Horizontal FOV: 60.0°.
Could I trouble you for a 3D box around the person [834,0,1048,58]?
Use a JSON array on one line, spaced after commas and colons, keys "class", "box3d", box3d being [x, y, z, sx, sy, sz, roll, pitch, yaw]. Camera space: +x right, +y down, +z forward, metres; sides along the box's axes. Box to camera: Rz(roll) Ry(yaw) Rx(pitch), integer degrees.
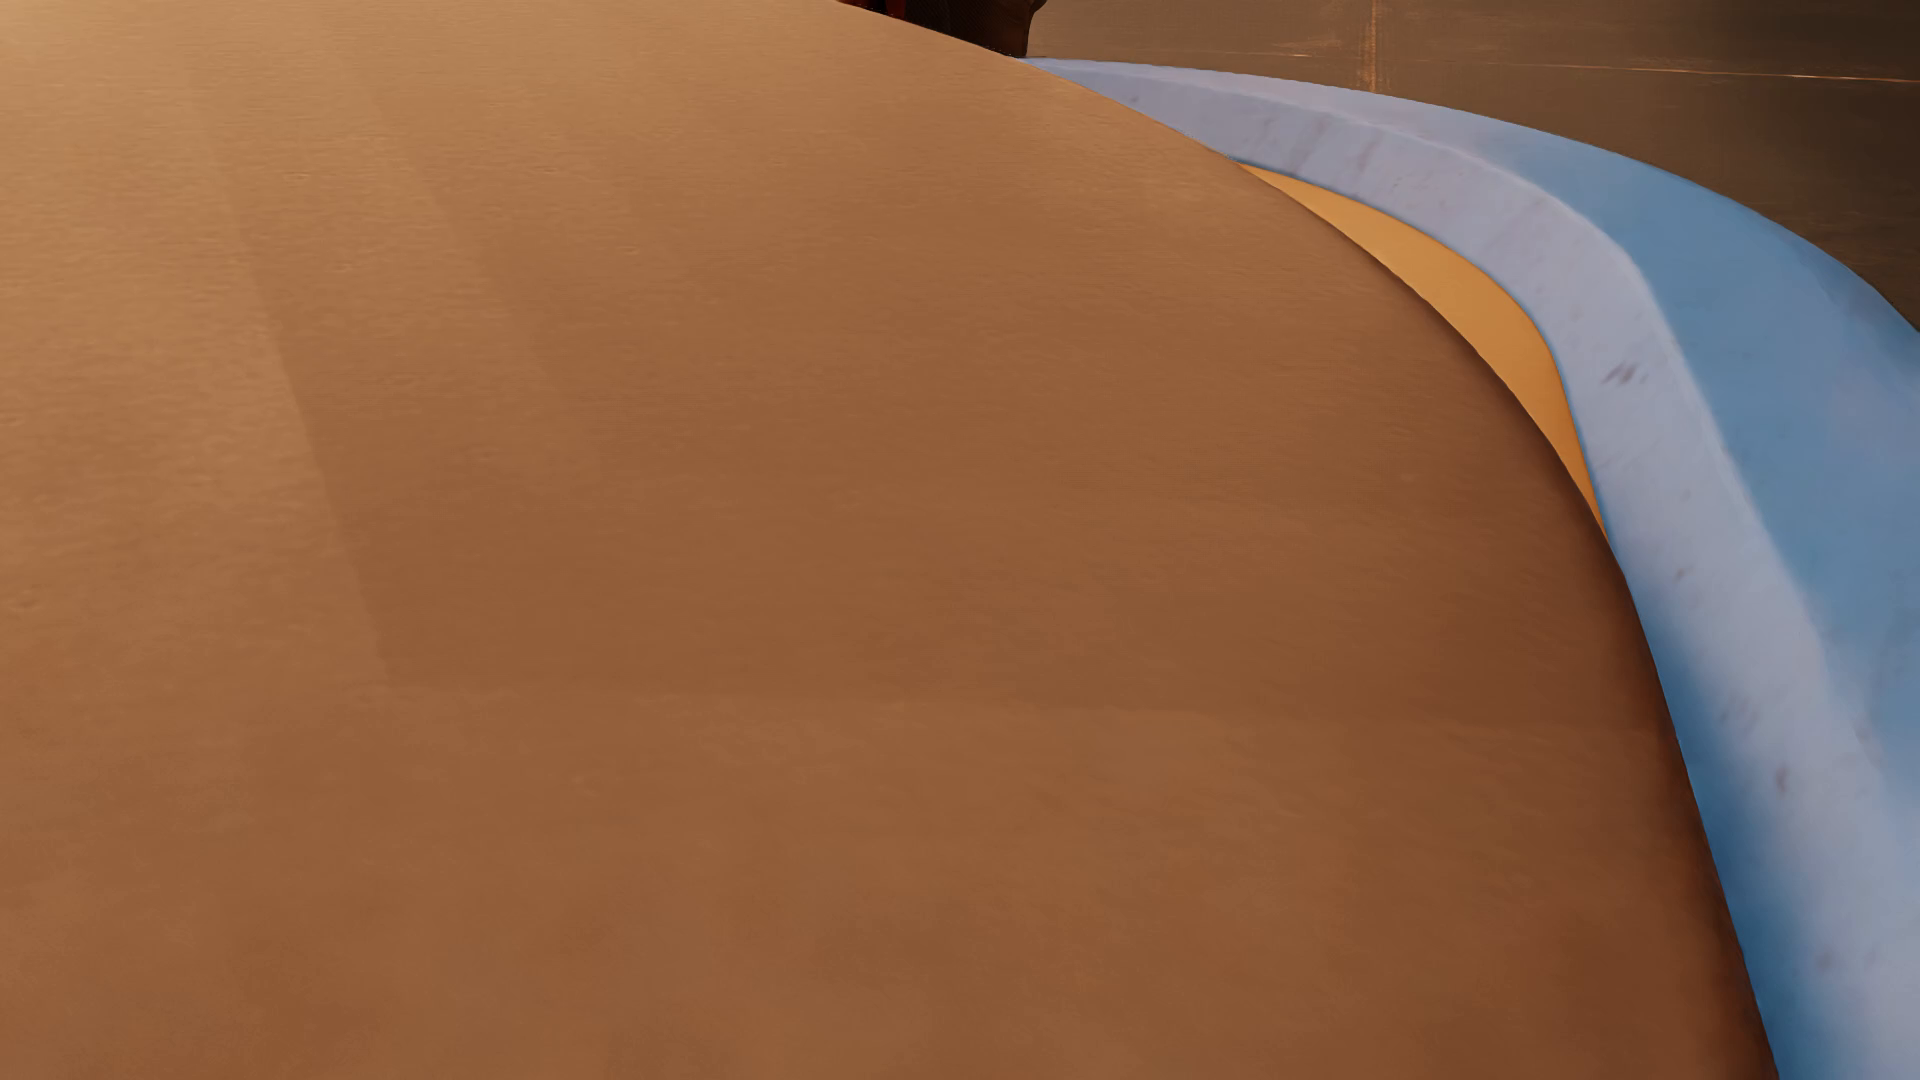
[{"class": "person", "box3d": [0.011, -0.823, 2.089, 0.420, 1.706, 0.666, 6, 27, 11]}]
